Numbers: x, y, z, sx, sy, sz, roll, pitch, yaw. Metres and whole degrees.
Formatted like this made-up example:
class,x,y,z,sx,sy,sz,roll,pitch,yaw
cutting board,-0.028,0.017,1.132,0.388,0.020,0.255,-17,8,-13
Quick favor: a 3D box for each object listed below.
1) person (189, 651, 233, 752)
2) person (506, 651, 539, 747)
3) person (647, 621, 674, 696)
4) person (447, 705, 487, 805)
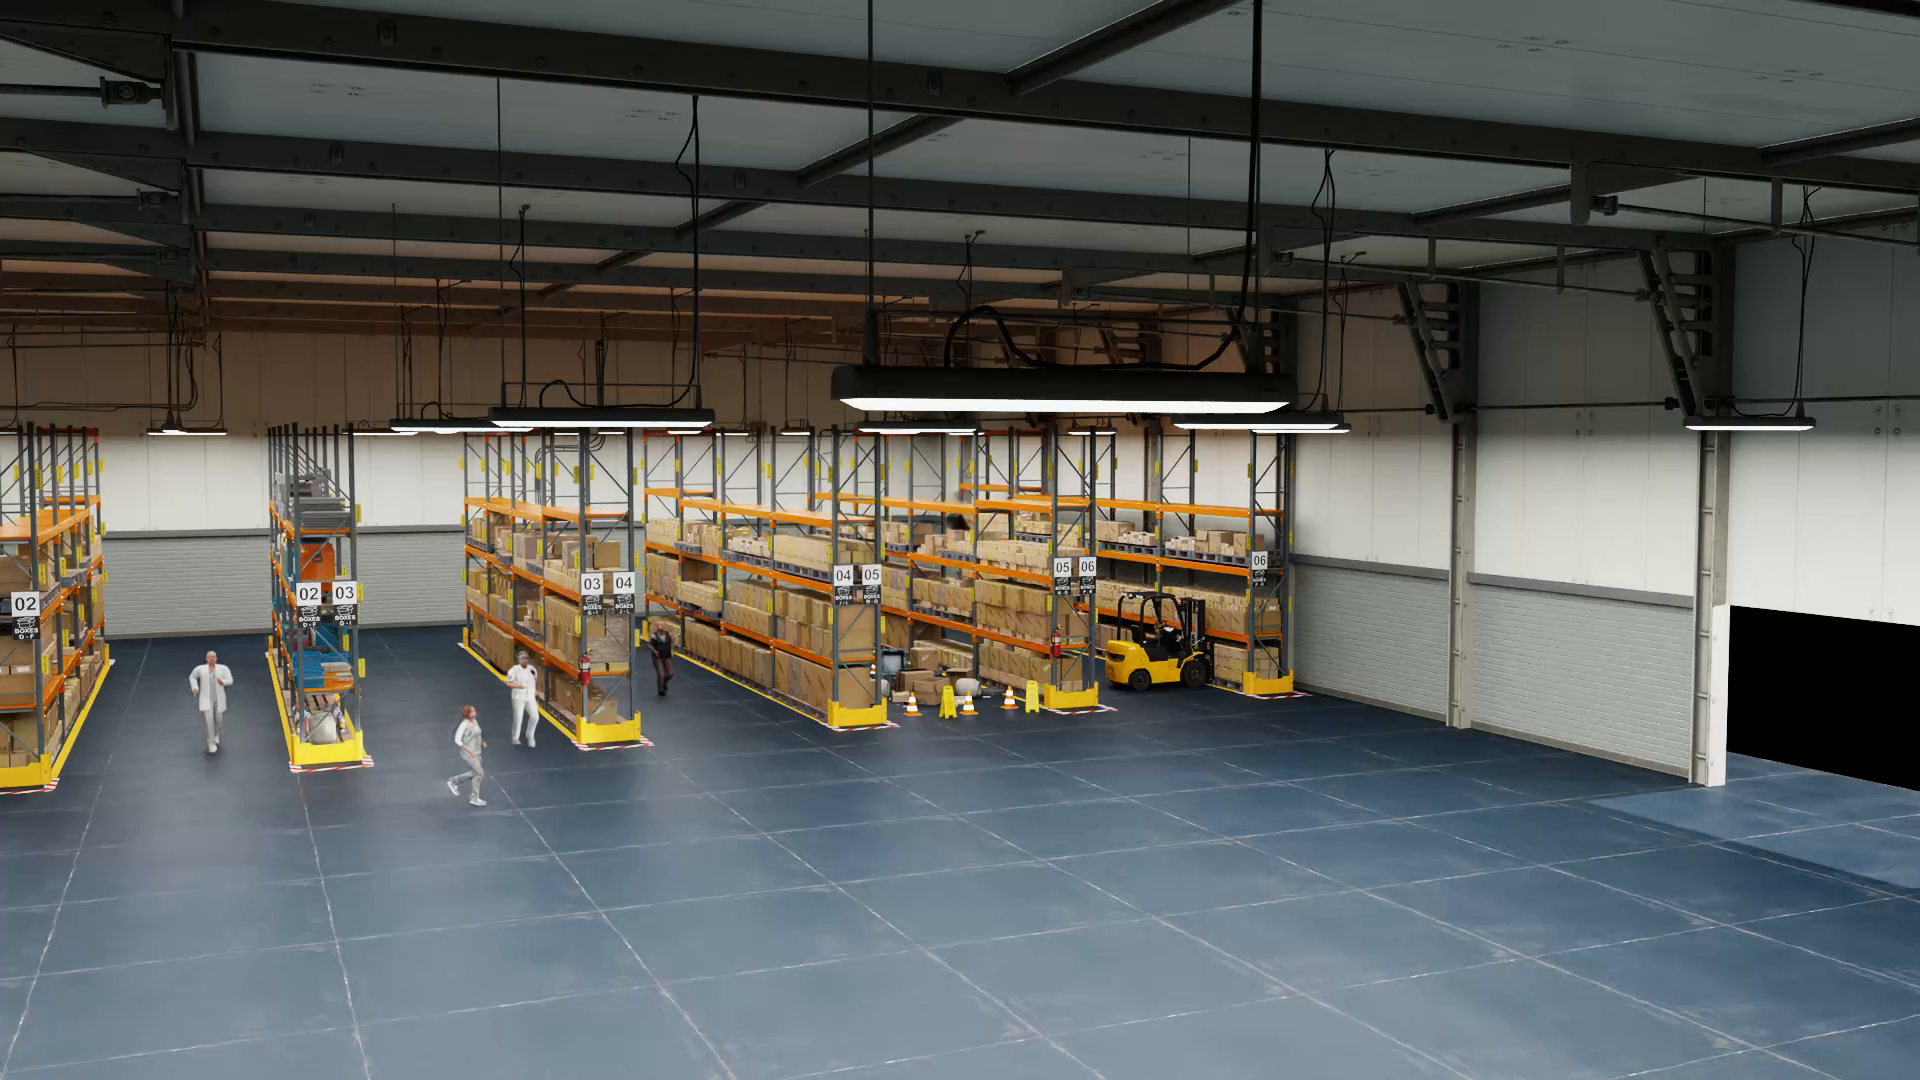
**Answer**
class,x,y,z,sx,sy,sz,roll,pitch,yaw
person,-13.754,2.935,30.599,0.695,1.784,1.042,-2,4,-33
person,-8.075,2.970,30.857,0.669,1.839,0.663,-2,4,-34
person,-6.610,2.717,36.918,0.638,1.492,0.576,-2,4,-29
person,-7.718,3.360,26.010,0.636,1.580,0.539,0,4,7
